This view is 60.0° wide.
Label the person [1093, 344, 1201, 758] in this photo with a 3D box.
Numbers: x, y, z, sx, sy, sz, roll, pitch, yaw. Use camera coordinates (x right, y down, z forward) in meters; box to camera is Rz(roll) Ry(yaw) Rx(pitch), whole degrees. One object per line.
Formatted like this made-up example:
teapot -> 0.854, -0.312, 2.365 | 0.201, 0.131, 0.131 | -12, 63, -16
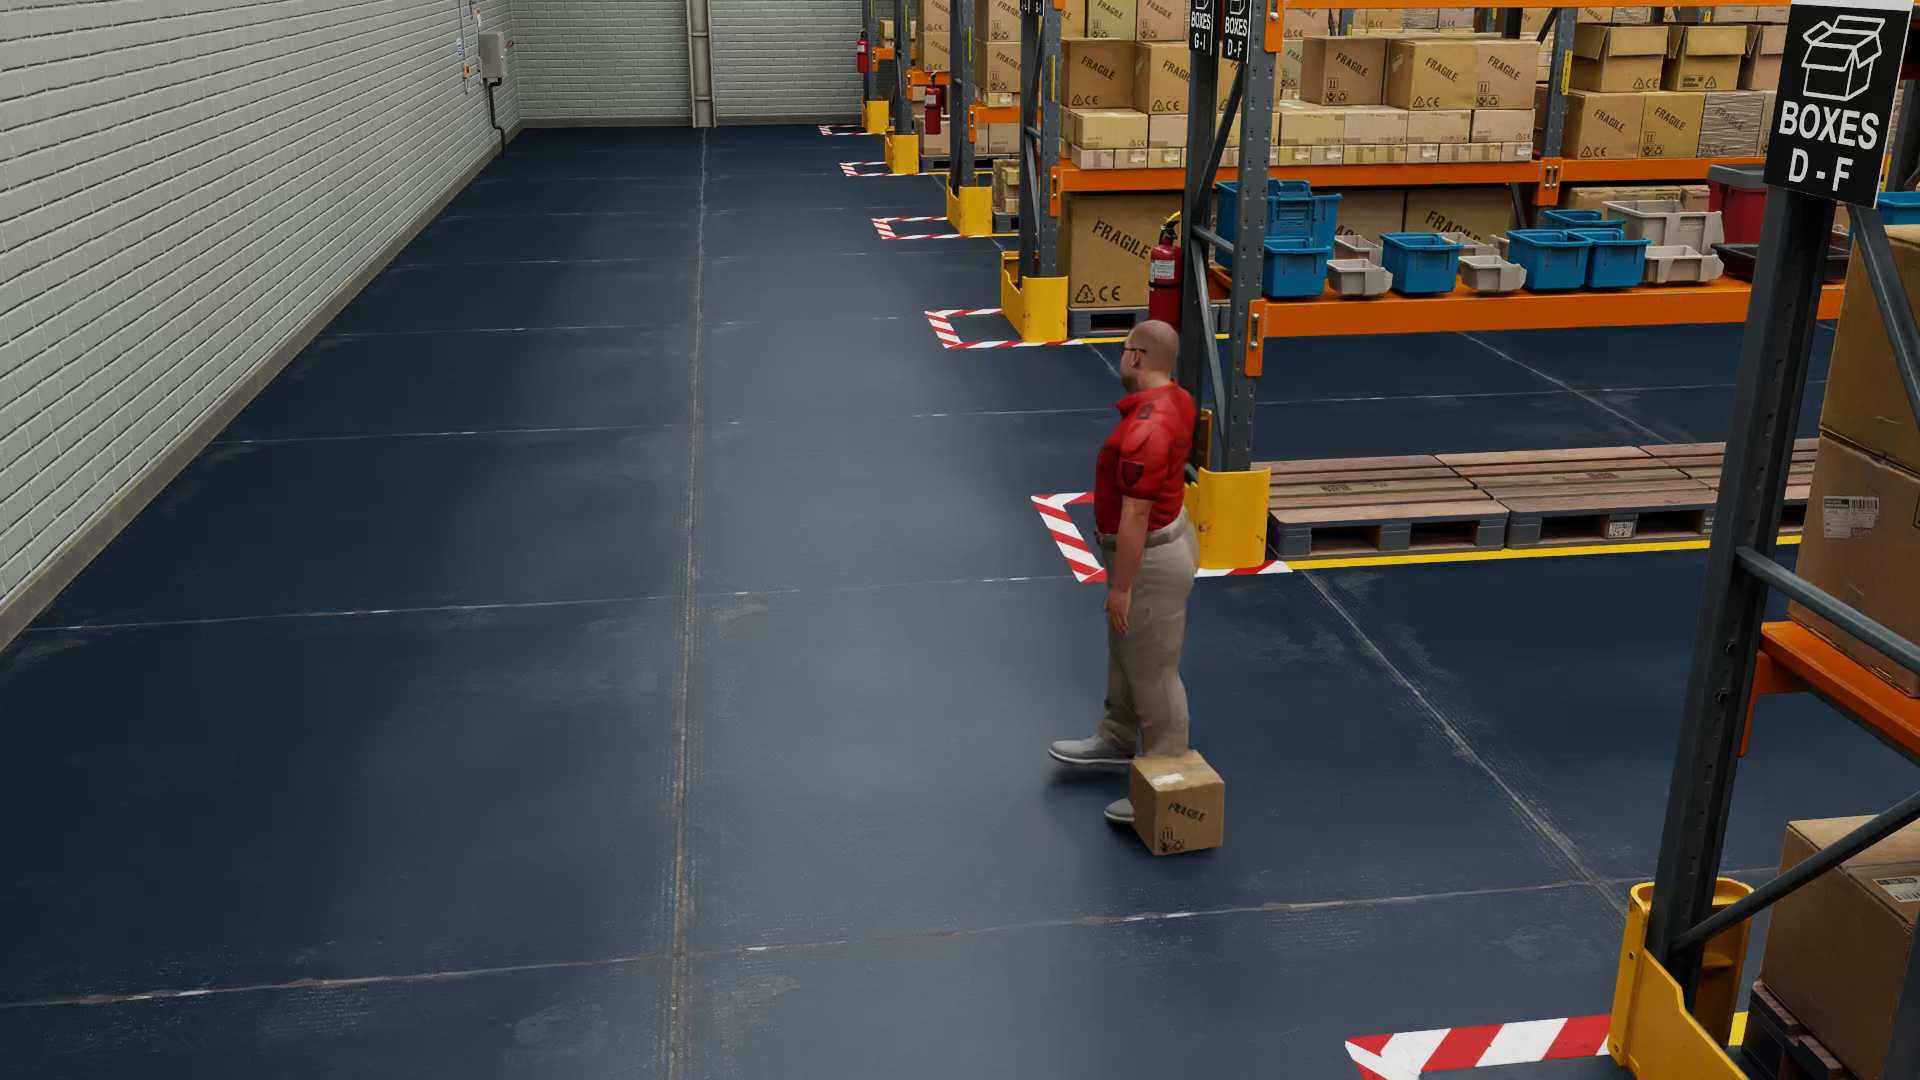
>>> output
person -> 0.654, 0.092, 5.792 | 0.386, 1.577, 0.431 | 5, 21, 14
